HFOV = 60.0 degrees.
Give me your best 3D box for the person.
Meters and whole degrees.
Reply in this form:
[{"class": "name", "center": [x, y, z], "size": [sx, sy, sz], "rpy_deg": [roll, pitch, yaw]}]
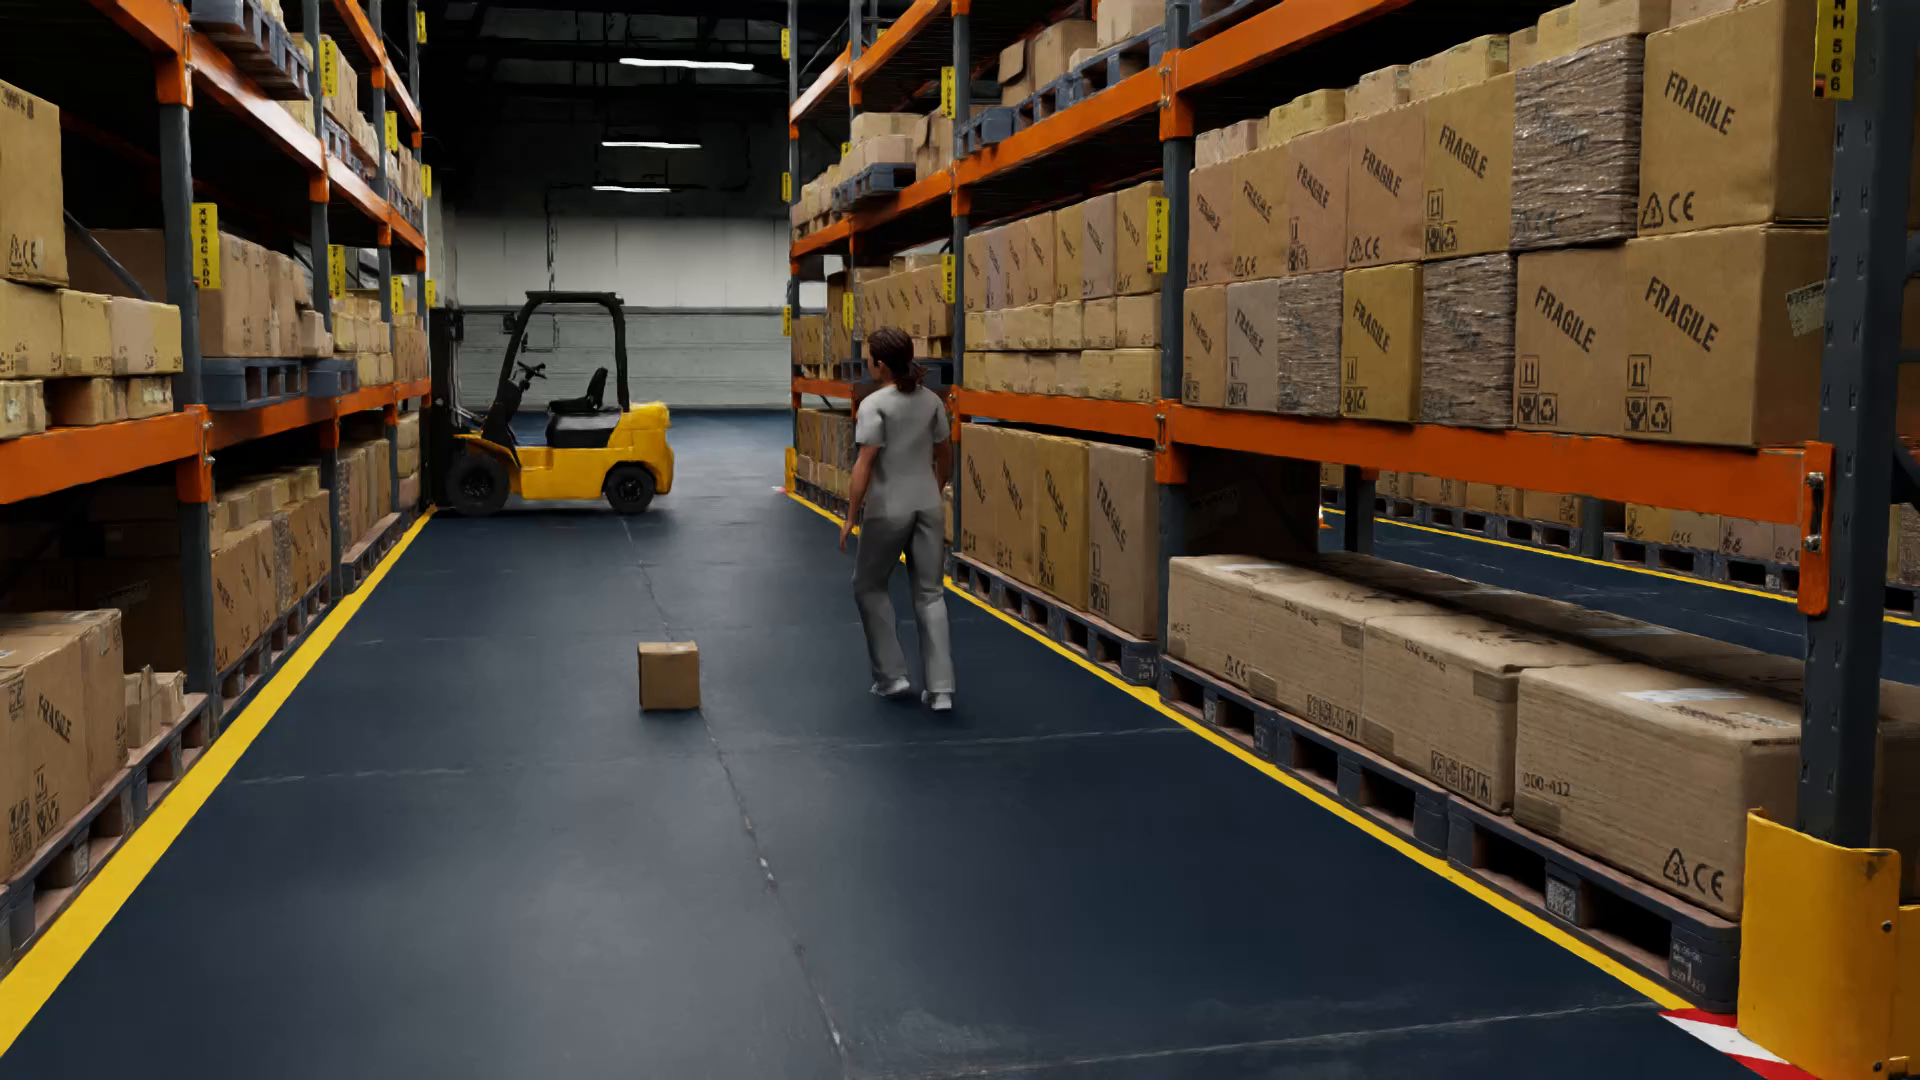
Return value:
[{"class": "person", "center": [-0.300, -0.076, 7.240], "size": [0.571, 1.683, 0.630], "rpy_deg": [-3, 7, -28]}]
